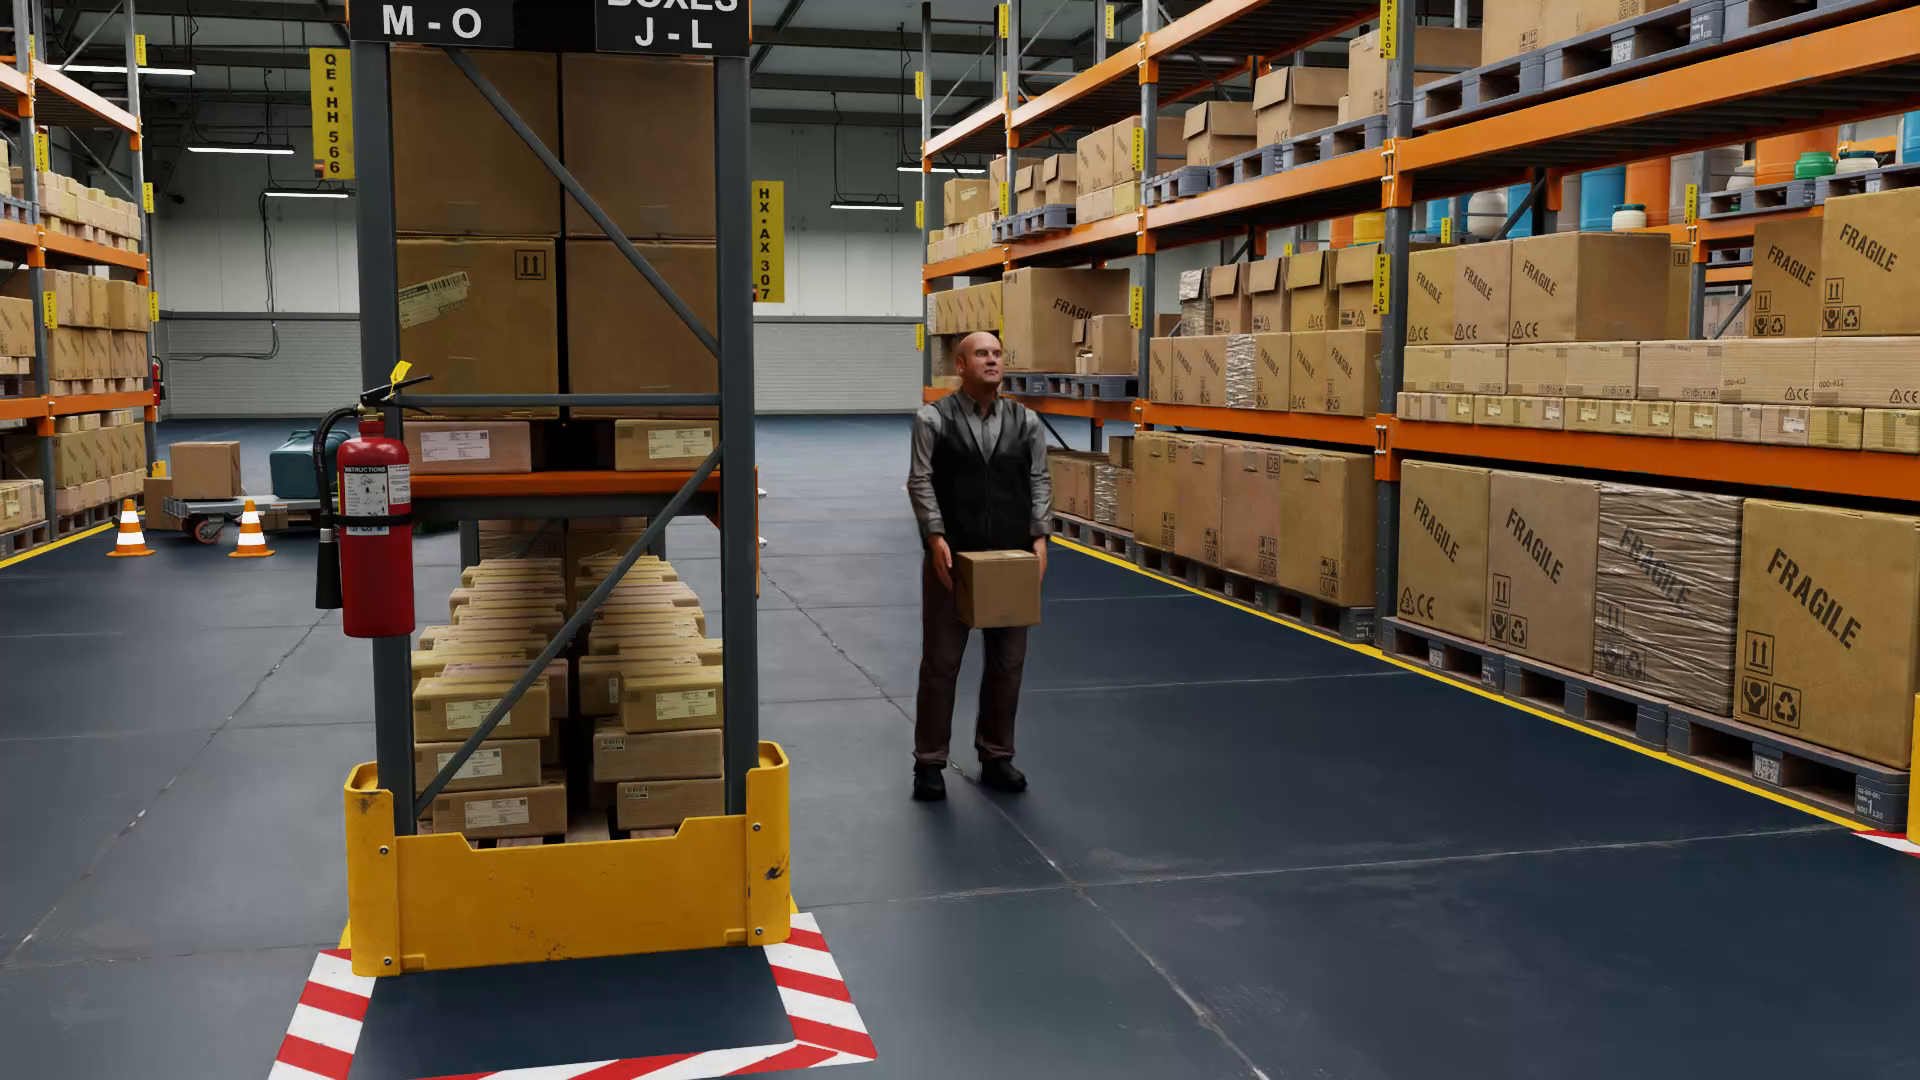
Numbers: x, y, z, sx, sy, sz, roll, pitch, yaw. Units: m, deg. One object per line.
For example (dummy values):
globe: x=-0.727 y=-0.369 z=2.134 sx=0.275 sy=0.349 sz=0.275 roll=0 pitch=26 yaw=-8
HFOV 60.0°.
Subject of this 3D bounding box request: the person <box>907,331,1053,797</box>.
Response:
person: x=0.081 y=0.083 z=6.259 sx=0.574 sy=1.726 sz=0.439 roll=-1 pitch=6 yaw=-14
